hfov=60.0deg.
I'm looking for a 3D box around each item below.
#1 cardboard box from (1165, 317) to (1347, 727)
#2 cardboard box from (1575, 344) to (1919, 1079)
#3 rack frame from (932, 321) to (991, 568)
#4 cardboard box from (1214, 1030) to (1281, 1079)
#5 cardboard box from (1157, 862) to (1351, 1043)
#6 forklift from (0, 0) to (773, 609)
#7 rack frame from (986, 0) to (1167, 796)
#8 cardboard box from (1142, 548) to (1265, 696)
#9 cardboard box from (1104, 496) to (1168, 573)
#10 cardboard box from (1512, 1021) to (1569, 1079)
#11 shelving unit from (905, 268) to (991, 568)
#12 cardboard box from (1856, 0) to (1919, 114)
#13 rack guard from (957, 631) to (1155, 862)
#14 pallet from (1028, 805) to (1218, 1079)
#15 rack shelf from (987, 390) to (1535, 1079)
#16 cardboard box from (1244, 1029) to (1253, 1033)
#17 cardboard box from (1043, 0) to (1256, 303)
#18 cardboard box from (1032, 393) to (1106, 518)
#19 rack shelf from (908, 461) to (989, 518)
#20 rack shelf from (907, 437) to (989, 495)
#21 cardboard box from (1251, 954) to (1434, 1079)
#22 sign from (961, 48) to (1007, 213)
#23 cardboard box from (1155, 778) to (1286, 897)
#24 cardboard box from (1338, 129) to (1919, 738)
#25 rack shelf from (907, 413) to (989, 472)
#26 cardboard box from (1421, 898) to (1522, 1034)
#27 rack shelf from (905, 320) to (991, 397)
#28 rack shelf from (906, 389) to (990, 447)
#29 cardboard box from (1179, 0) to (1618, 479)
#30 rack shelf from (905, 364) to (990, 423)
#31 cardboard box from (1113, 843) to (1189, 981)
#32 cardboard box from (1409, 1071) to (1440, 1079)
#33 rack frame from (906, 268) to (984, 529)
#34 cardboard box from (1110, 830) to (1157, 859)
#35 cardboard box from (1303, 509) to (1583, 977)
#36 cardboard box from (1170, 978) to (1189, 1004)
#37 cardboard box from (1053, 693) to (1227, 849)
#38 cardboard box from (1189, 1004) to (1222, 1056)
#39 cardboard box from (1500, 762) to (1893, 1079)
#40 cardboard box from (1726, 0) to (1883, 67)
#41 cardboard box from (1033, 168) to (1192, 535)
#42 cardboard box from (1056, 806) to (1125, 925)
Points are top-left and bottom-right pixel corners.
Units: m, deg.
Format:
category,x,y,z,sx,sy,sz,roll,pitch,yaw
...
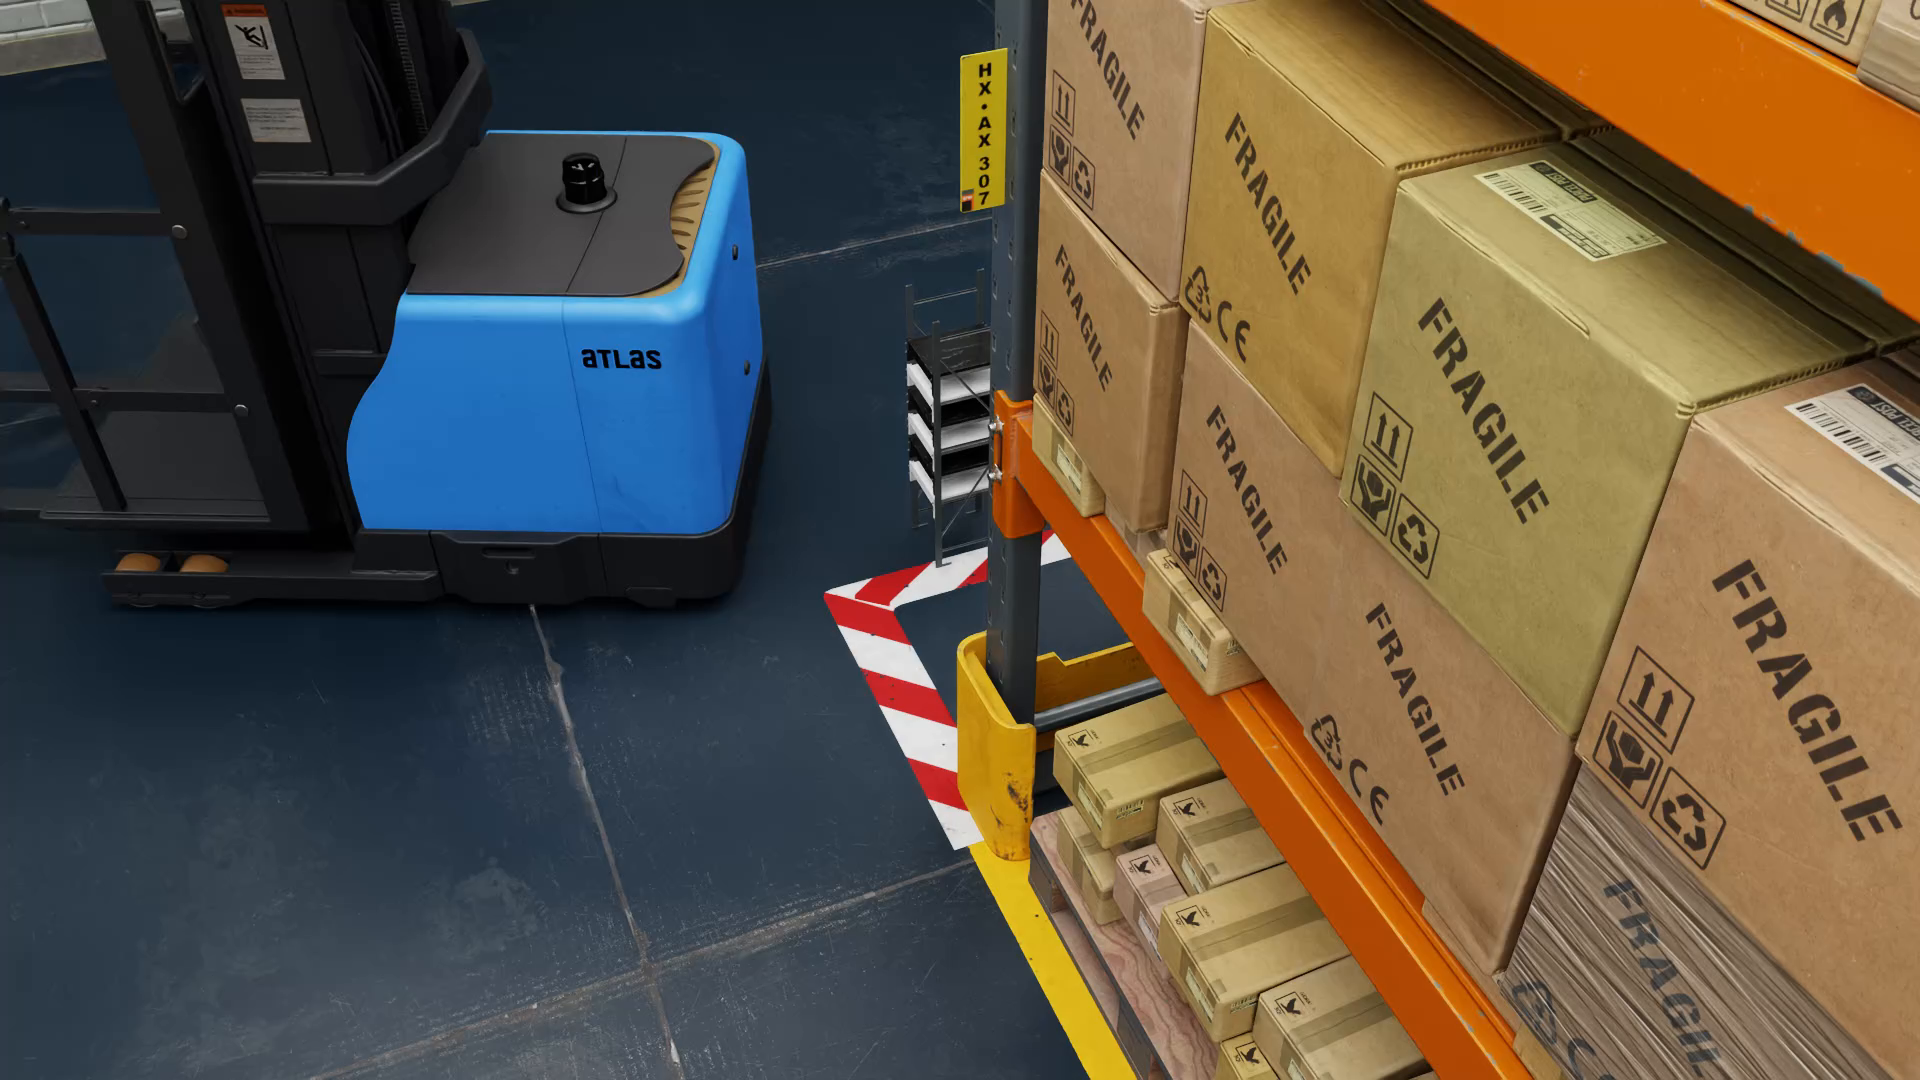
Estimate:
category,x,y,z,sx,sy,sz,roll,pitch,yaw
cardboard box,0.694,-0.085,2.744,0.500,0.500,0.500,-15,43,-17
cardboard box,1.052,0.144,1.710,0.500,0.500,0.500,-16,43,-18
rack frame,0.036,-0.285,4.891,0.240,0.900,0.006,-15,43,-17
cardboard box,0.739,1.085,3.325,0.380,0.149,0.250,-14,43,-16
cardboard box,0.631,0.826,3.397,0.380,0.149,0.250,-15,43,-17
forklift,-2.163,-1.249,4.454,3.031,2.935,1.130,1,41,1
rack frame,0.549,-0.590,3.636,1.000,3.000,0.127,-15,43,-17
cardboard box,0.560,0.100,3.025,0.380,0.149,0.250,-16,43,-18
cardboard box,0.506,-0.075,3.229,0.380,0.149,0.250,-14,43,-15
cardboard box,1.015,0.709,2.318,0.380,0.149,0.250,-14,43,-15
shelving unit,-0.003,-0.346,4.962,0.258,0.900,0.210,-15,43,-17
cardboard box,1.079,-0.397,1.226,0.500,0.250,0.500,-15,43,-17
rack guard,0.579,0.403,4.397,1.175,0.500,0.348,-15,43,-17
pallet,0.857,1.011,3.912,1.003,0.211,1.213,-15,43,-17
rack shelf,1.315,0.887,2.469,1.077,0.370,4.000,-15,43,-17
cardboard box,0.741,0.903,3.536,0.380,0.149,0.250,-15,43,-16
cardboard box,0.476,-0.783,2.789,0.500,0.500,0.500,-15,43,-17
cardboard box,0.371,-0.218,3.396,0.380,0.149,0.250,-15,43,-17
rack shelf,-0.003,-0.184,5.101,0.258,0.077,0.200,-15,43,-17
rack shelf,-0.003,-0.253,5.043,0.258,0.077,0.200,-15,43,-17
cardboard box,0.802,0.955,3.247,0.380,0.149,0.250,-17,44,-19
sign,0.048,-0.783,3.196,0.100,0.325,0.005,-15,43,-17
cardboard box,0.653,0.642,3.610,0.380,0.149,0.250,-14,43,-16
cardboard box,0.853,-0.162,2.066,0.500,0.500,0.500,-16,43,-18
rack shelf,-0.003,-0.321,4.984,0.258,0.077,0.200,-15,43,-17
cardboard box,0.935,0.548,2.505,0.380,0.149,0.250,-16,43,-18
rack shelf,-0.003,-0.526,4.808,0.258,0.077,0.200,-15,43,-17
rack shelf,-0.003,-0.389,4.925,0.258,0.077,0.200,-15,43,-17
cardboard box,0.675,-0.481,2.437,0.500,0.500,0.500,-14,43,-16
rack shelf,-0.003,-0.457,4.867,0.258,0.077,0.200,-15,43,-17
cardboard box,0.565,0.778,3.682,0.380,0.149,0.250,-15,43,-17
cardboard box,0.899,1.124,3.050,0.380,0.149,0.250,-14,43,-15
rack frame,-0.042,-0.407,5.034,0.240,0.900,0.006,-15,43,-17
cardboard box,0.513,0.598,3.890,0.380,0.149,0.250,-13,42,-15
cardboard box,0.870,0.213,2.397,0.500,0.500,0.500,-15,43,-16
cardboard box,0.630,0.864,3.809,0.380,0.149,0.250,-15,43,-17
cardboard box,0.436,0.506,3.769,0.380,0.149,0.250,-17,44,-19
cardboard box,0.731,1.012,3.637,0.380,0.149,0.250,-15,43,-16
cardboard box,1.071,0.518,2.042,0.500,0.500,0.500,-16,43,-18
cardboard box,0.892,-0.711,1.591,0.500,0.250,0.500,-16,43,-18
cardboard box,0.466,-0.401,3.111,0.500,0.500,0.500,-13,42,-15
cardboard box,0.454,0.727,3.968,0.380,0.149,0.250,-14,43,-16
